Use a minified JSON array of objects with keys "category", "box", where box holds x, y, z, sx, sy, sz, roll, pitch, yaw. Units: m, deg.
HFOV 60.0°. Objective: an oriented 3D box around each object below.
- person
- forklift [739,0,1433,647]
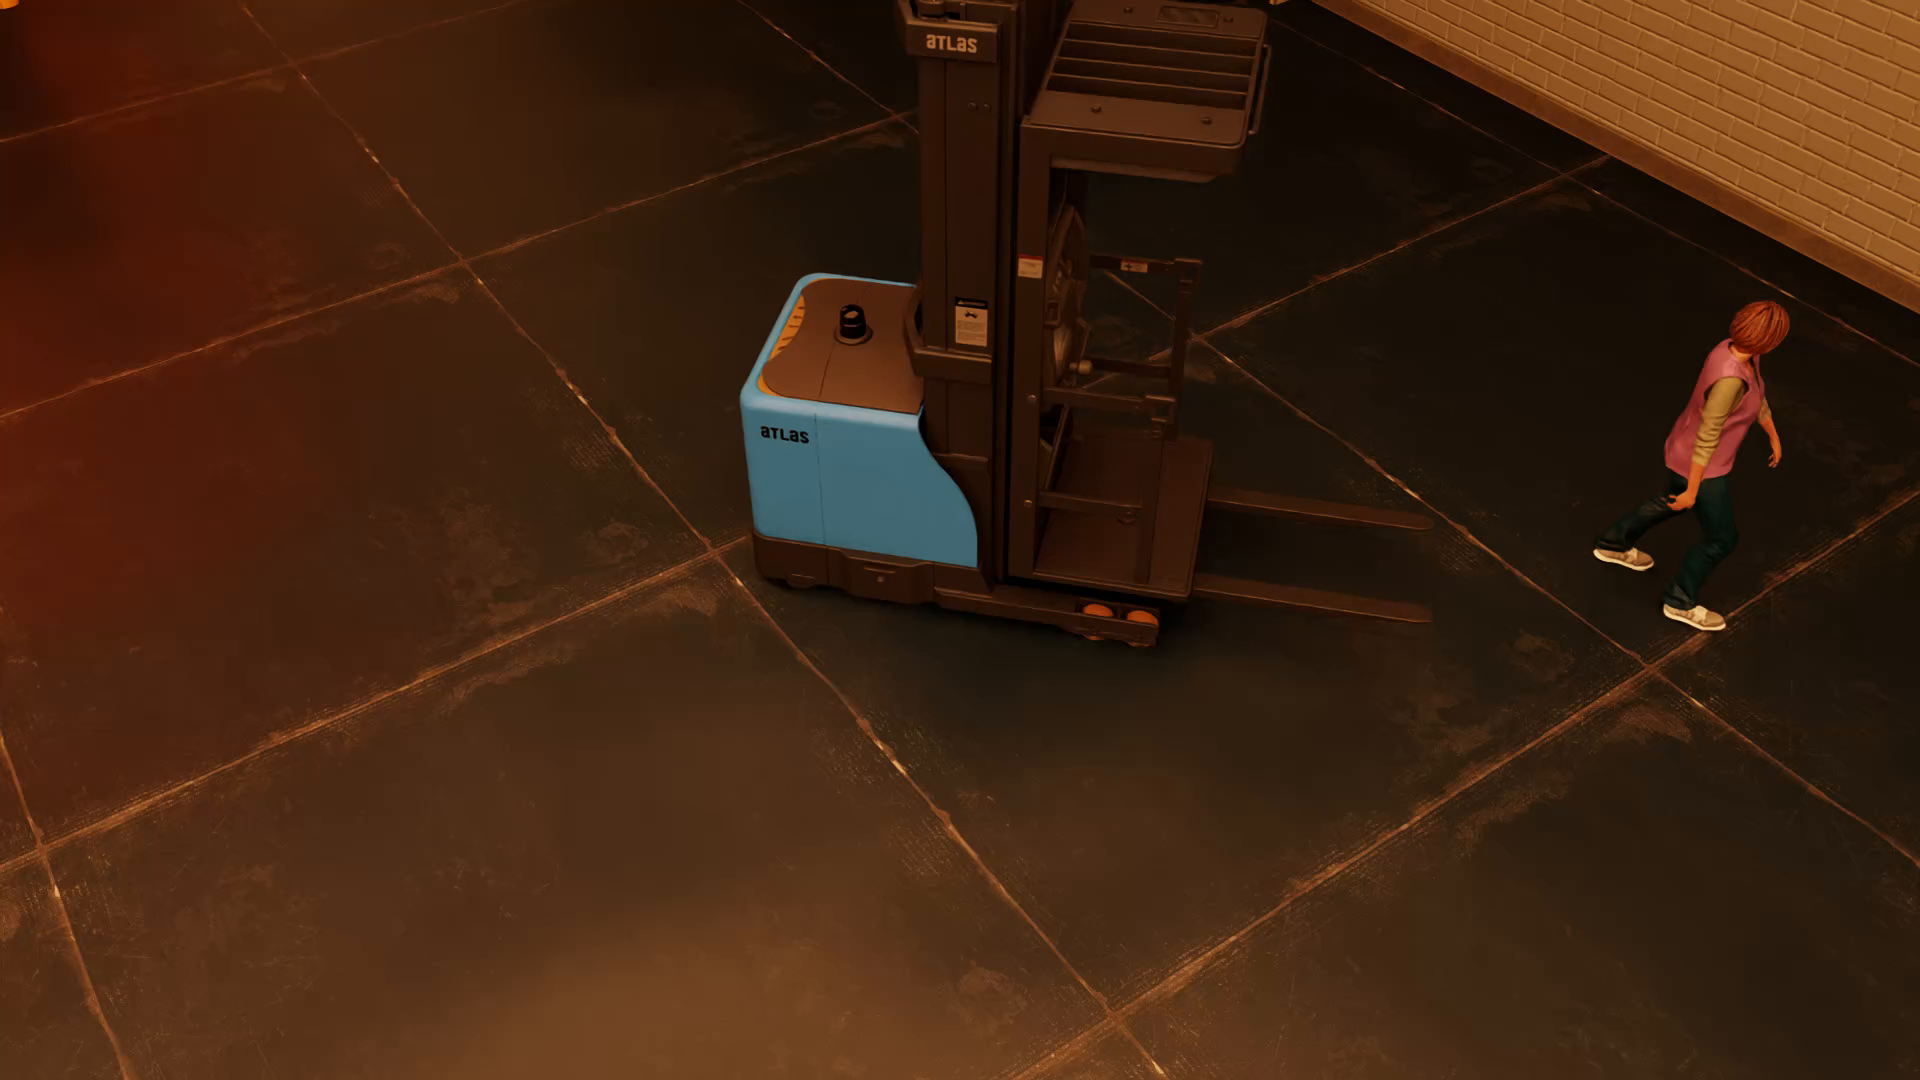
[{"category":"person","box":[3.184,-0.336,7.107,0.617,1.549,0.527,16,45,16]},{"category":"forklift","box":[0.625,-1.000,6.800,3.031,2.935,1.130,8,43,9]}]
